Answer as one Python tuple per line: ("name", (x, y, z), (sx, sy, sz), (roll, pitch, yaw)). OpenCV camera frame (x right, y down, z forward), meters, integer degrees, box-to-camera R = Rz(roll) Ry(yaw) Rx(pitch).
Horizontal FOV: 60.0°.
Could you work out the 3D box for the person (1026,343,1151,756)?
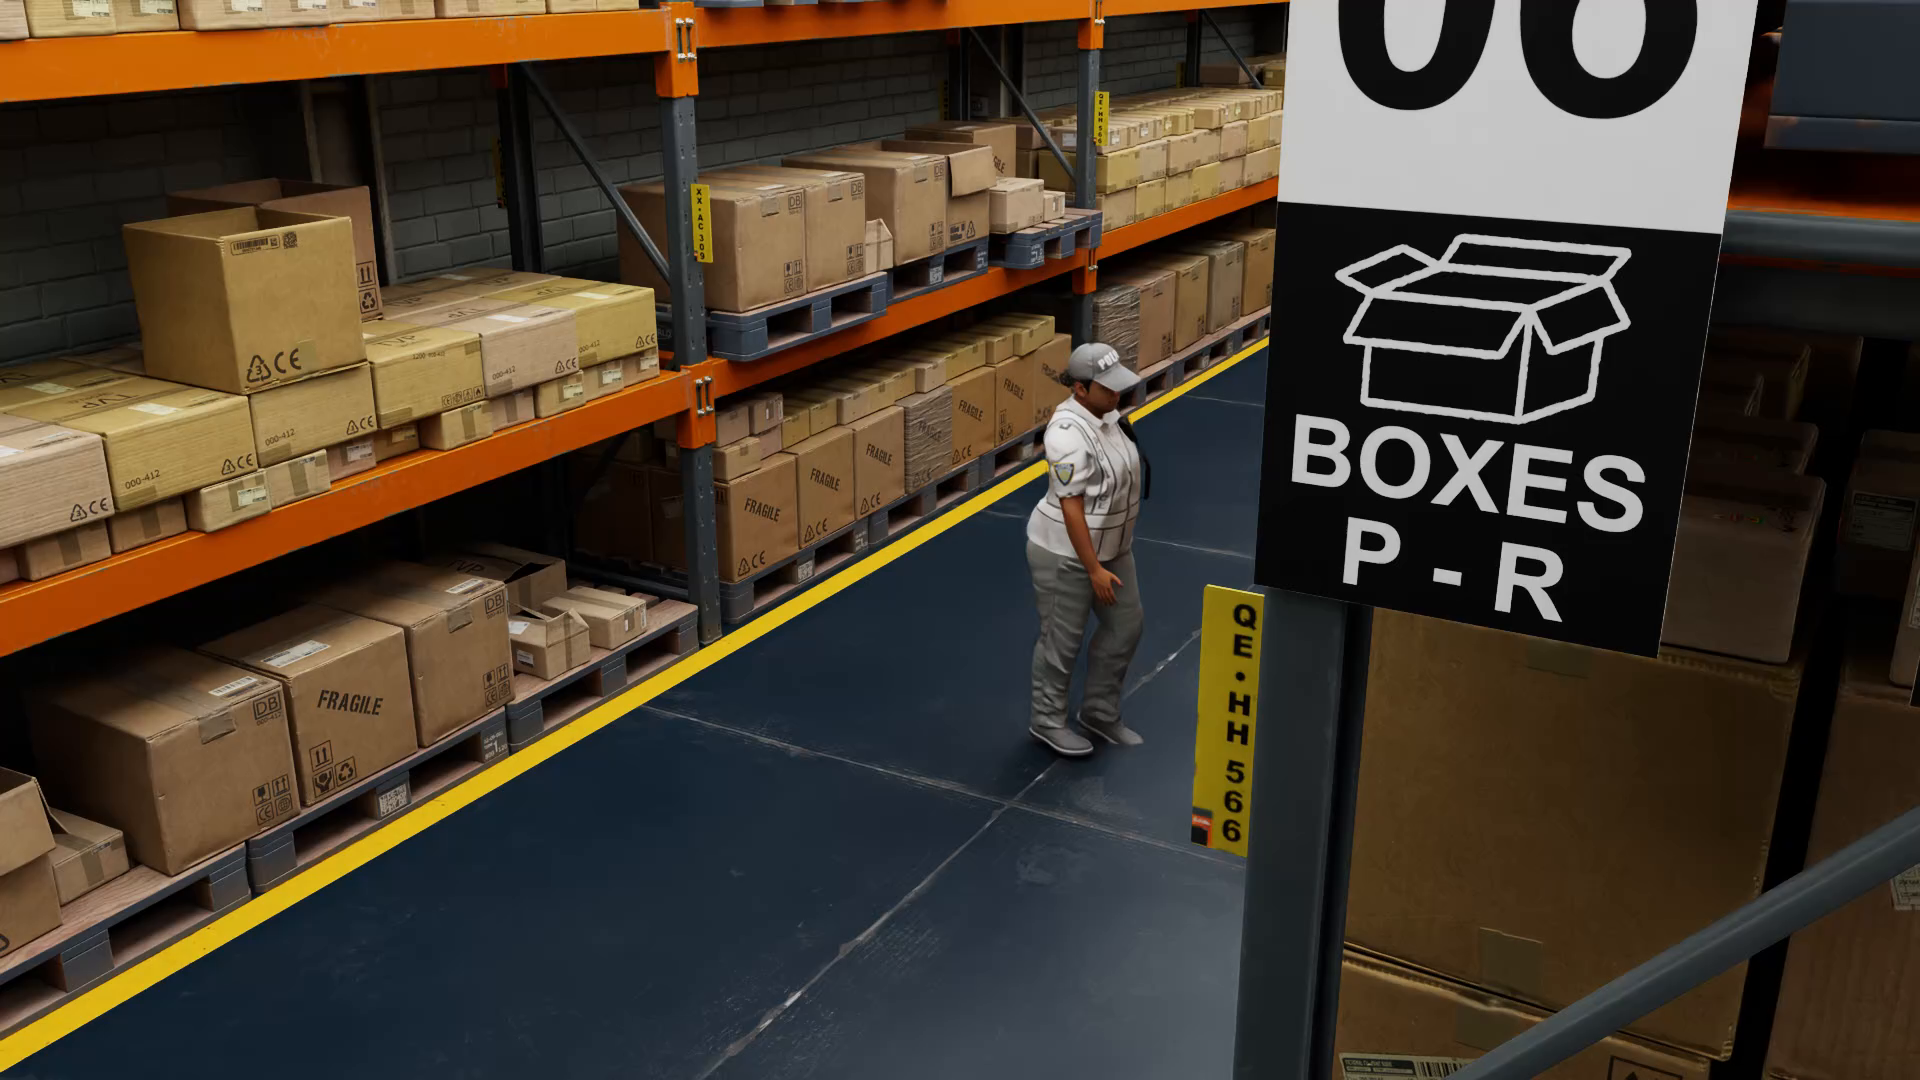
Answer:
("person", (0.496, 0.074, 6.393), (0.458, 1.717, 0.496), (13, 23, 32))
